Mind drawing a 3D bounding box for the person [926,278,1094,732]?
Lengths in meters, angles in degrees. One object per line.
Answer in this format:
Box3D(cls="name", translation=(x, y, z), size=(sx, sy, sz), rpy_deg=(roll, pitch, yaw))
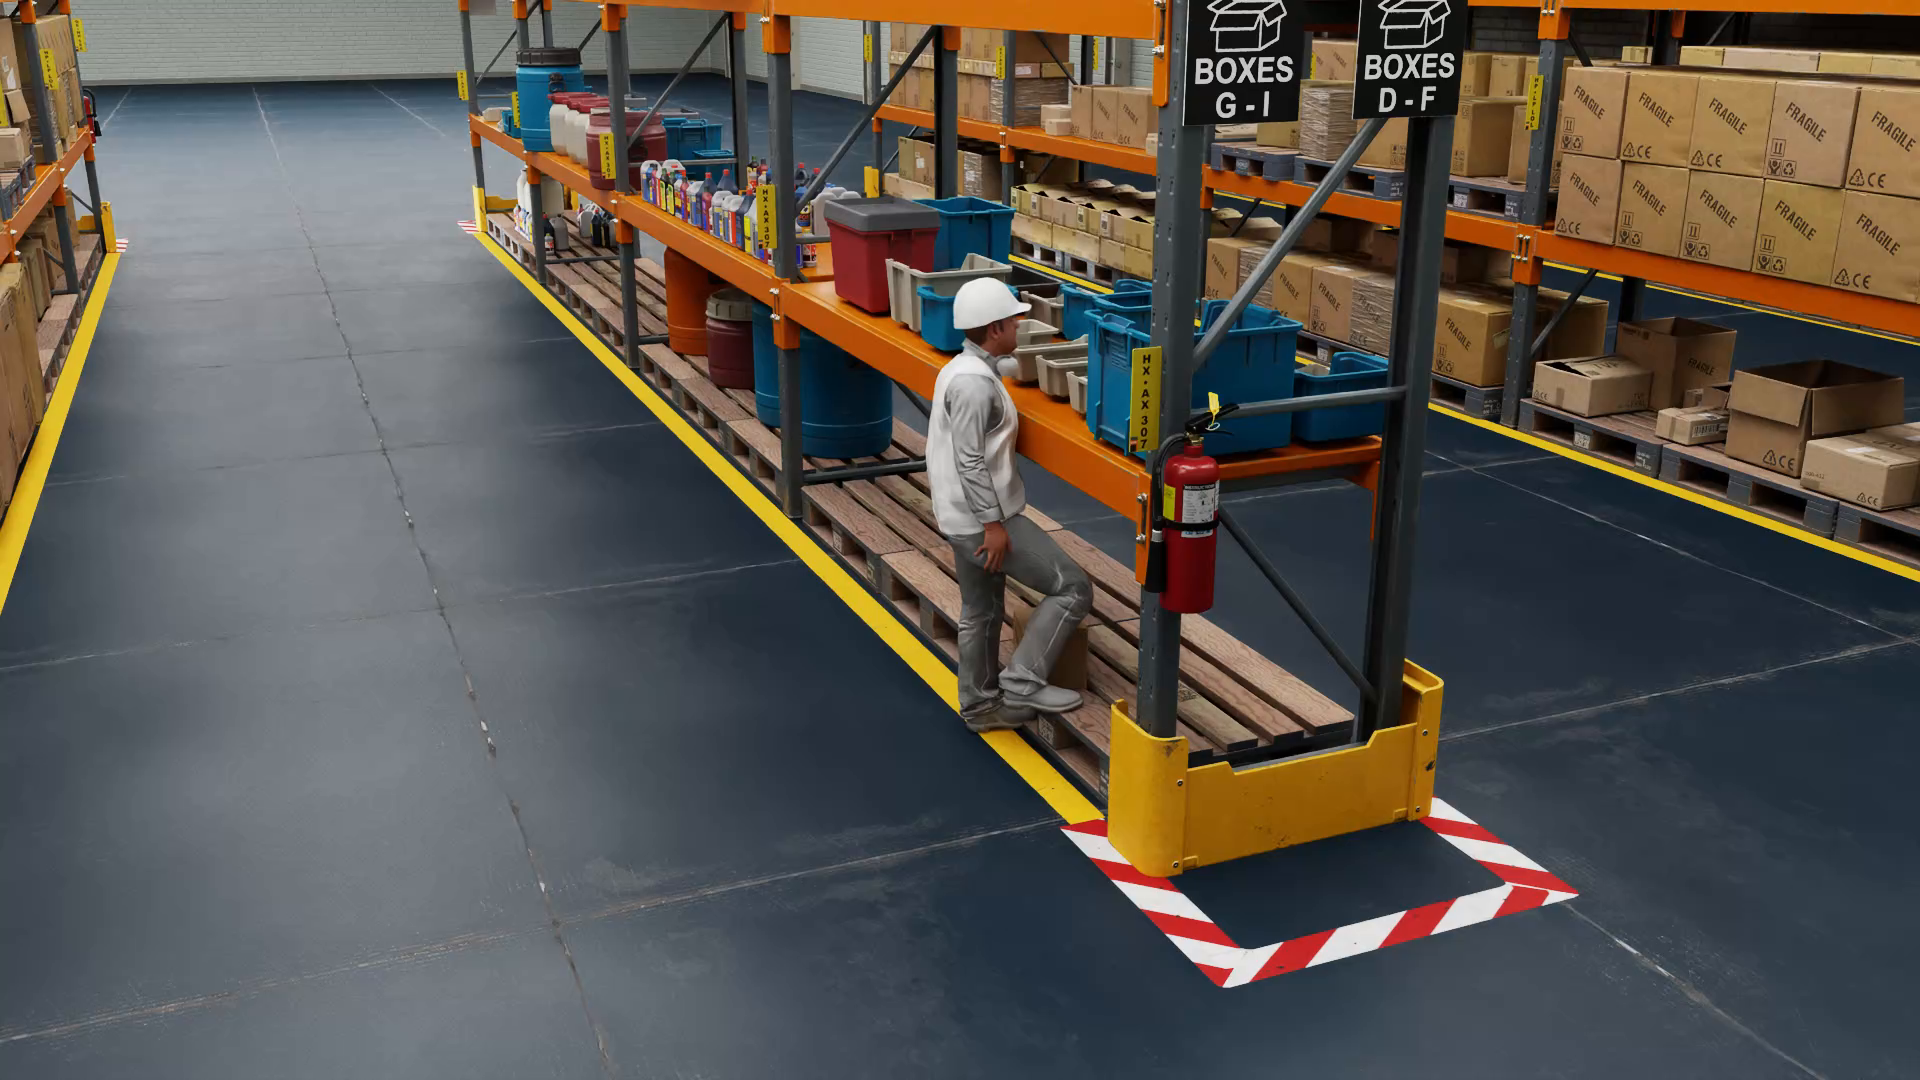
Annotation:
Box3D(cls="person", translation=(0.179, -0.095, 6.270), size=(0.614, 1.774, 0.634), rpy_deg=(-2, 19, -6))
